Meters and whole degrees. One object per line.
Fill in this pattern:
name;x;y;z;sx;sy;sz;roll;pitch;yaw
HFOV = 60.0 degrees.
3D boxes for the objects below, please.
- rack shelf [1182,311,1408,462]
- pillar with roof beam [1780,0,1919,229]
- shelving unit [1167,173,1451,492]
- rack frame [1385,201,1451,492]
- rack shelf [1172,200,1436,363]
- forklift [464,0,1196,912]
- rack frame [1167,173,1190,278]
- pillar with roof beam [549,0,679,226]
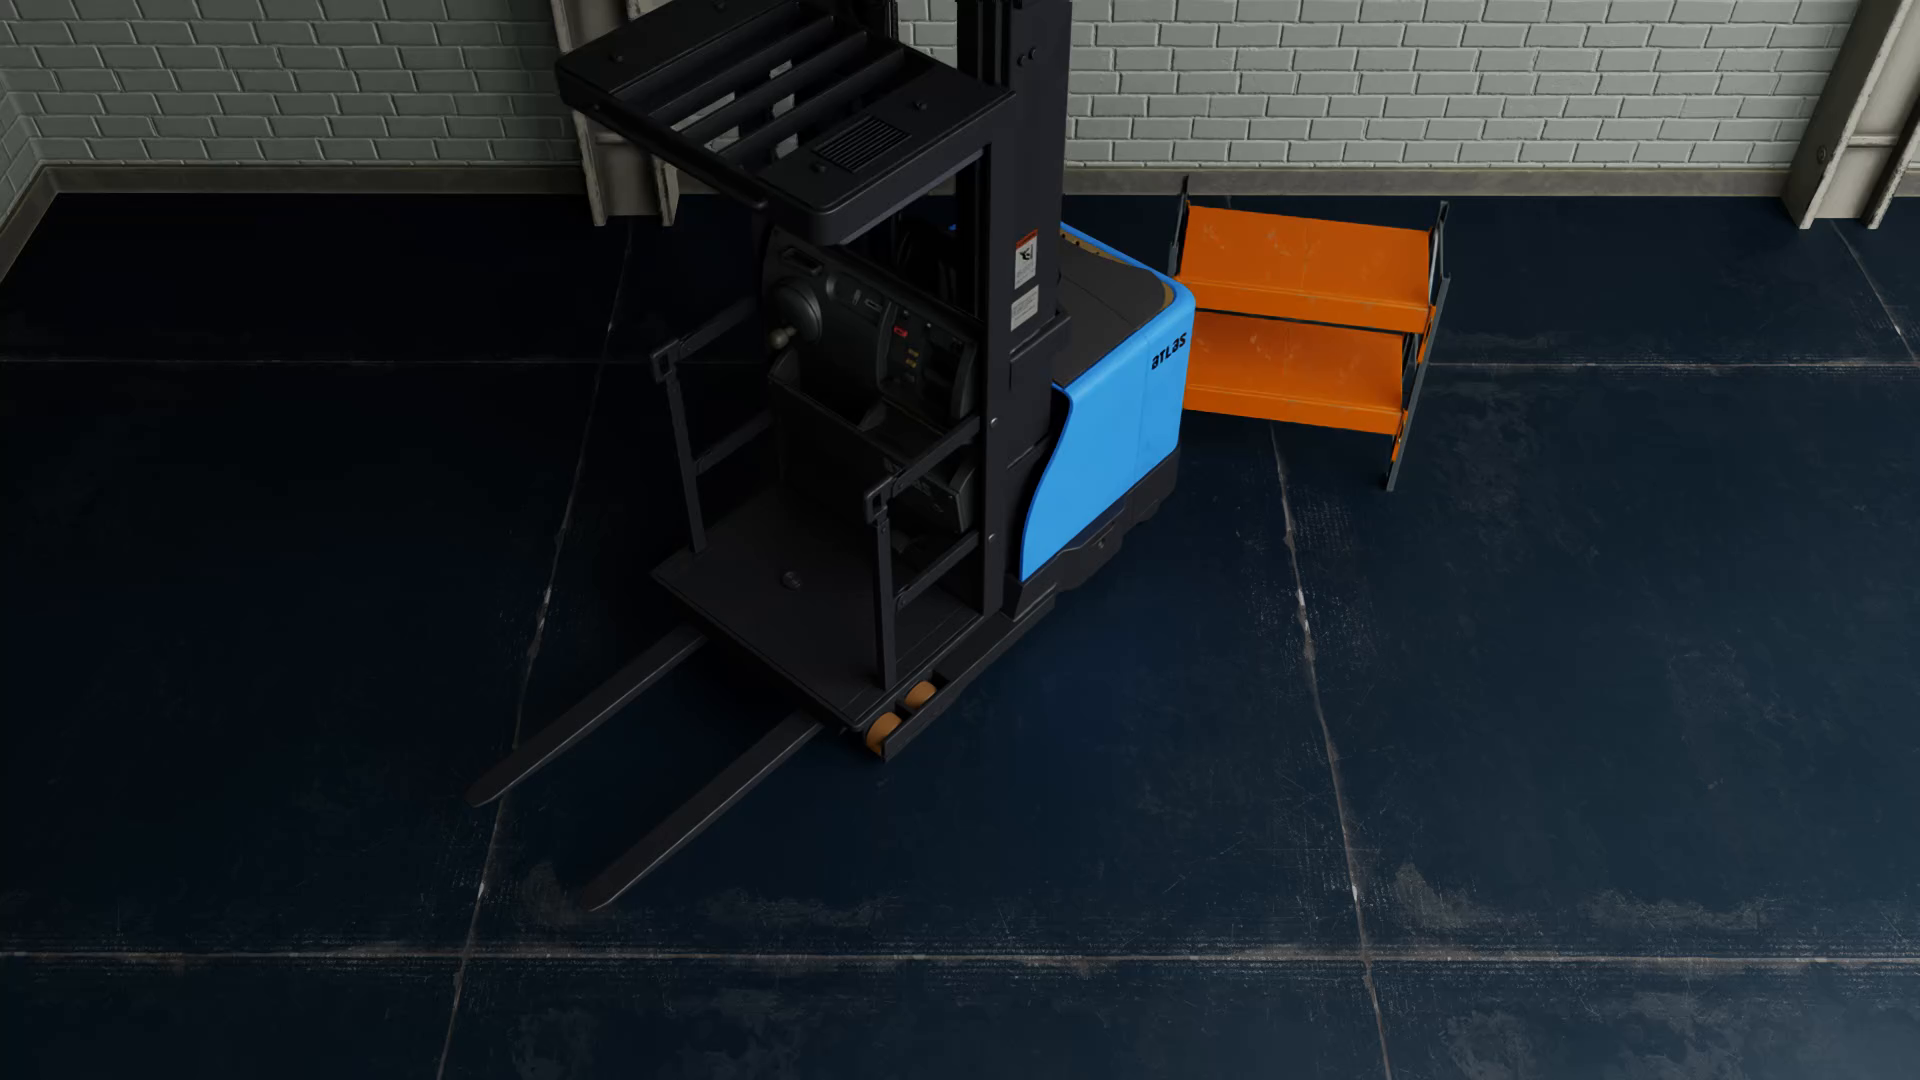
rack shelf;1.359;-0.671;7.021;1.000;0.278;0.538;8;48;7
pillar with roof beam;4.355;-1.576;2.150;0.400;9.000;9.100;0;47;0
shelving unit;1.359;-0.838;6.842;1.048;1.125;0.538;8;48;7
rack frame;1.859;-0.769;6.779;0.032;1.125;0.500;8;48;7
rack shelf;1.359;-1.037;6.628;1.000;0.278;0.538;8;48;7
forklift;-0.450;-0.628;5.413;1.130;2.935;3.031;33;55;27
rack frame;0.859;-0.906;6.906;0.032;1.125;0.500;8;48;7
pillar with roof beam;-1.645;-1.592;2.165;0.400;9.000;9.100;0;47;0
